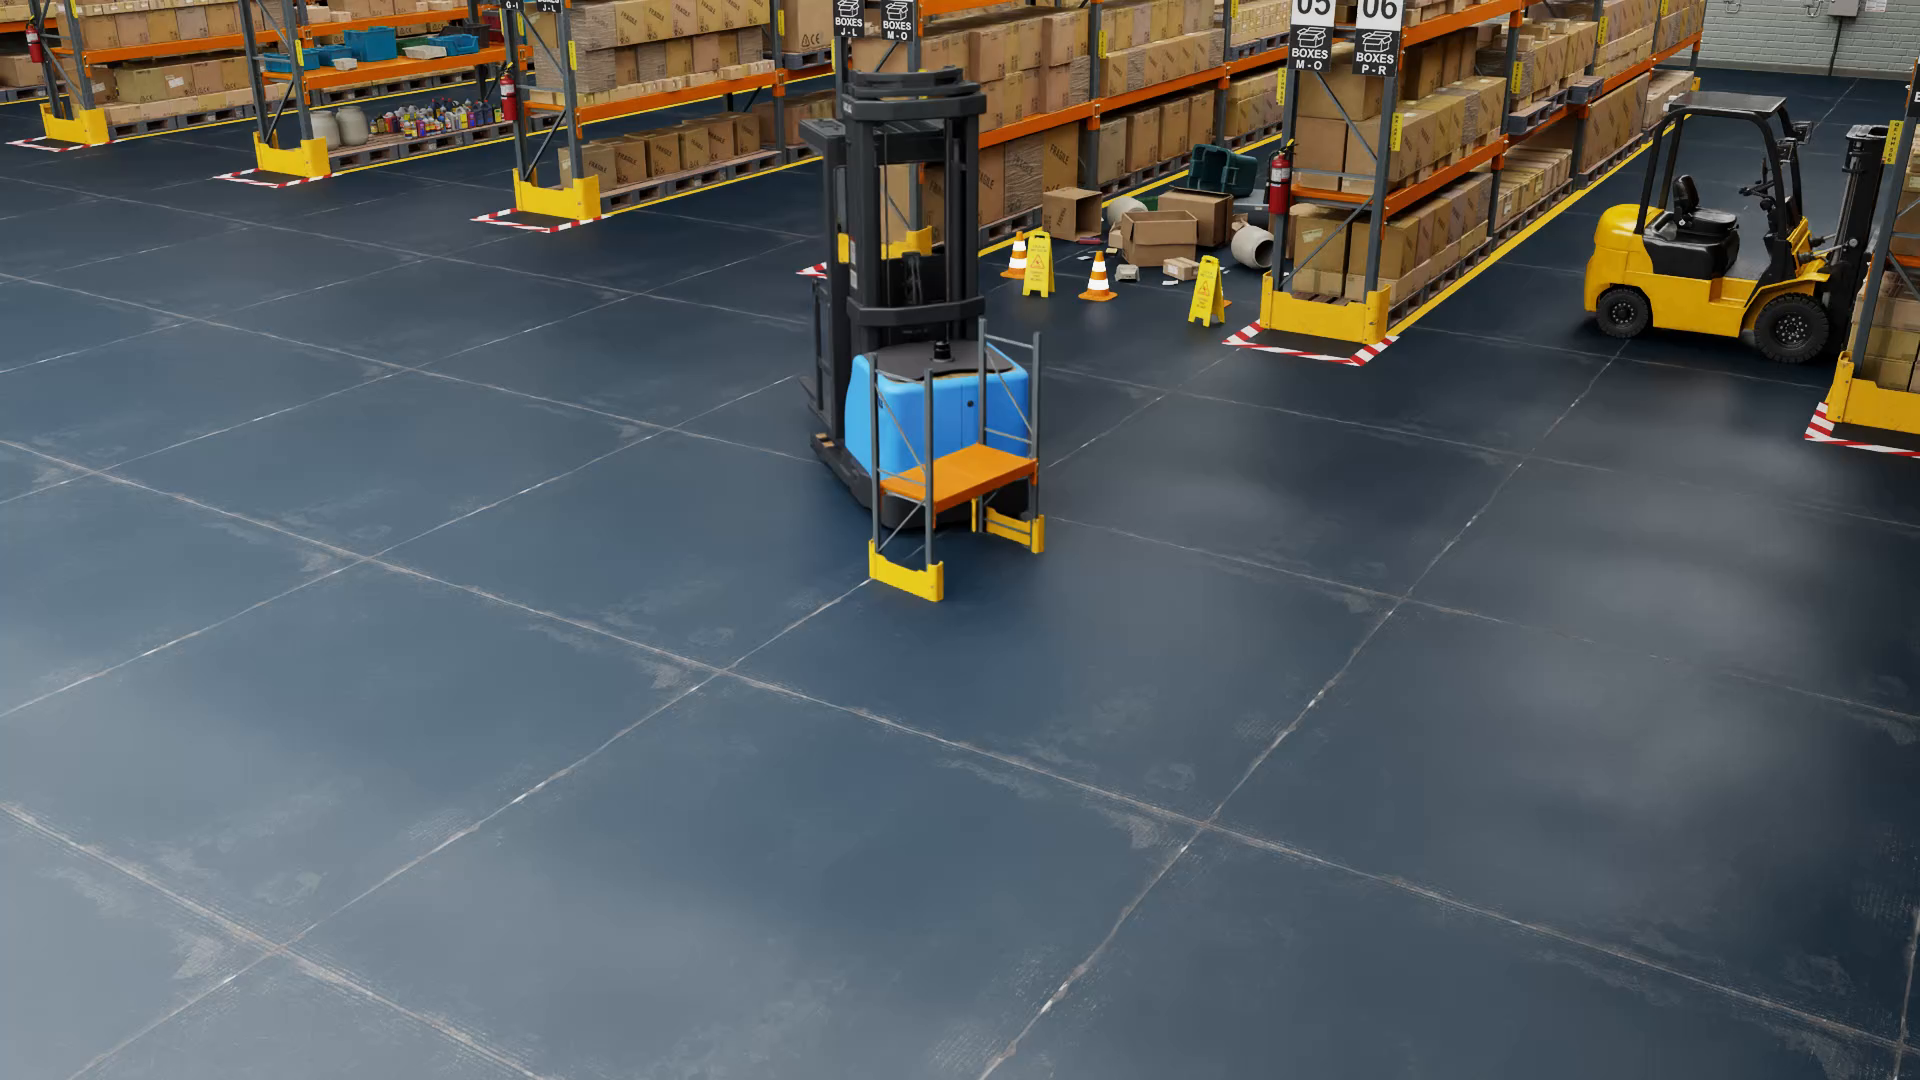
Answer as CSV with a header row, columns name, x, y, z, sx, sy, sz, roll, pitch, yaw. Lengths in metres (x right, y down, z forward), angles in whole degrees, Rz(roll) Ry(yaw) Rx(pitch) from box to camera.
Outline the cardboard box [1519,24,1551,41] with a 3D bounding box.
name,x,y,z,sx,sy,sz,roll,pitch,yaw
cardboard box,6.548,-5.831,19.097,0.380,0.149,0.250,16,28,32

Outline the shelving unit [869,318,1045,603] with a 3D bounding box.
name,x,y,z,sx,sy,sz,roll,pitch,yaw
shelving unit,4.003,-3.325,16.665,3.486,1.800,16.400,20,30,38

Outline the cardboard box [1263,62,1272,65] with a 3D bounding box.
name,x,y,z,sx,sy,sz,roll,pitch,yaw
cardboard box,4.582,-7.404,26.250,0.500,0.250,0.500,15,27,30

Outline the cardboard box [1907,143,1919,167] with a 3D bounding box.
name,x,y,z,sx,sy,sz,roll,pitch,yaw
cardboard box,7.736,-3.031,13.159,0.380,0.149,0.250,14,27,29

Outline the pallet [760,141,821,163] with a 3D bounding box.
name,x,y,z,sx,sy,sz,roll,pitch,yaw
pallet,-2.496,-5.745,24.255,1.003,0.211,1.213,14,27,29

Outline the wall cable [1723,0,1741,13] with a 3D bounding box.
name,x,y,z,sx,sy,sz,roll,pitch,yaw
wall cable,14.798,-11.124,31.851,0.585,1.953,0.123,14,27,29

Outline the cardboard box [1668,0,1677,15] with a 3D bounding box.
name,x,y,z,sx,sy,sz,roll,pitch,yaw
cardboard box,10.462,-8.169,24.960,0.500,0.500,0.500,13,27,28

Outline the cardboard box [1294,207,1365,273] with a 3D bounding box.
name,x,y,z,sx,sy,sz,roll,pitch,yaw
cardboard box,3.605,-2.935,16.242,0.500,0.500,0.500,14,27,29

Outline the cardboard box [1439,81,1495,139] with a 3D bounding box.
name,x,y,z,sx,sy,sz,roll,pitch,yaw
cardboard box,5.225,-4.490,17.346,0.500,0.500,0.500,15,28,31

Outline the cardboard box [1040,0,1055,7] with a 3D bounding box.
name,x,y,z,sx,sy,sz,roll,pitch,yaw
cardboard box,1.300,-9.293,28.814,0.500,0.500,0.500,14,27,29

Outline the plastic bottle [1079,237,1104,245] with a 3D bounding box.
name,x,y,z,sx,sy,sz,roll,pitch,yaw
plastic bottle,1.514,-3.434,19.105,0.283,0.061,0.133,5,24,11

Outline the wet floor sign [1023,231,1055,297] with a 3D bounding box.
name,x,y,z,sx,sy,sz,roll,pitch,yaw
wet floor sign,0.812,-2.833,16.982,0.267,0.644,0.232,9,25,20

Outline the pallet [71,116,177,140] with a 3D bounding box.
name,x,y,z,sx,sy,sz,roll,pitch,yaw
pallet,-13.062,-6.476,25.944,1.003,0.211,1.213,14,27,29

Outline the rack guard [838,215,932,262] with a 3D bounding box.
name,x,y,z,sx,sy,sz,roll,pitch,yaw
rack guard,-0.868,-3.183,17.973,1.175,0.500,0.348,14,27,29

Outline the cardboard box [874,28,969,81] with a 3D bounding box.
name,x,y,z,sx,sy,sz,roll,pitch,yaw
cardboard box,-0.415,-5.225,17.995,0.875,0.550,0.550,14,27,29

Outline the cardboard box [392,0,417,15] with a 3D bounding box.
name,x,y,z,sx,sy,sz,roll,pitch,yaw
cardboard box,-10.081,-9.665,29.674,0.500,0.500,0.500,12,26,26

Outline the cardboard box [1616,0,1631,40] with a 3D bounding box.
name,x,y,z,sx,sy,sz,roll,pitch,yaw
cardboard box,8.631,-6.996,22.250,0.500,0.500,0.500,15,27,30

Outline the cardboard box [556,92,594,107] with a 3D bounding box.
name,x,y,z,sx,sy,sz,roll,pitch,yaw
cardboard box,-4.663,-5.343,20.132,0.380,0.149,0.250,14,27,29

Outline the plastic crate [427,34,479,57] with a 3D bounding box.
name,x,y,z,sx,sy,sz,roll,pitch,yaw
plastic crate,-7.466,-7.301,24.526,0.499,0.251,0.616,14,27,29

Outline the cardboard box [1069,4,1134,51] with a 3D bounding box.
name,x,y,z,sx,sy,sz,roll,pitch,yaw
cardboard box,1.782,-6.536,21.187,0.700,0.500,0.500,13,27,28

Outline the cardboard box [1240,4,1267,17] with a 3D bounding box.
name,x,y,z,sx,sy,sz,roll,pitch,yaw
cardboard box,4.327,-7.858,24.665,0.380,0.149,0.250,15,28,31

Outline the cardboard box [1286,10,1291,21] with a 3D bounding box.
name,x,y,z,sx,sy,sz,roll,pitch,yaw
cardboard box,4.883,-8.073,25.537,0.380,0.149,0.250,12,26,26

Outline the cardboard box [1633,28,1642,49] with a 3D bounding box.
name,x,y,z,sx,sy,sz,roll,pitch,yaw
cardboard box,9.182,-6.999,23.202,0.500,0.250,0.500,15,27,30

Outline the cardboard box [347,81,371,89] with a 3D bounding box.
name,x,y,z,sx,sy,sz,roll,pitch,yaw
cardboard box,-10.625,-8.026,28.947,0.500,0.250,0.500,15,27,30

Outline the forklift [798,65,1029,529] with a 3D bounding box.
name,x,y,z,sx,sy,sz,roll,pitch,yaw
forklift,-0.505,-1.975,12.123,1.130,2.935,3.031,-8,25,-18

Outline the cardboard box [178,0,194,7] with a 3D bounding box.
name,x,y,z,sx,sy,sz,roll,pitch,yaw
cardboard box,-12.228,-8.438,26.024,0.380,0.149,0.250,14,27,29

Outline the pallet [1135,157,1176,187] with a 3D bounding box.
name,x,y,z,sx,sy,sz,roll,pitch,yaw
pallet,2.241,-5.098,22.761,1.003,0.211,1.213,14,27,29

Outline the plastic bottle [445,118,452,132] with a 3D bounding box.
name,x,y,z,sx,sy,sz,roll,pitch,yaw
plastic bottle,-7.608,-6.166,24.686,0.097,0.201,0.097,0,23,0

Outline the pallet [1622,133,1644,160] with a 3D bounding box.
name,x,y,z,sx,sy,sz,roll,pitch,yaw
pallet,9.391,-5.829,24.449,1.003,0.211,1.213,14,27,29

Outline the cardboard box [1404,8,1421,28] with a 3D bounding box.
name,x,y,z,sx,sy,sz,roll,pitch,yaw
cardboard box,3.855,-4.640,14.733,0.380,0.149,0.250,14,27,29

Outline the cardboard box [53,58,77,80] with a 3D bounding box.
name,x,y,z,sx,sy,sz,roll,pitch,yaw
cardboard box,-16.043,-8.572,29.868,0.500,0.500,0.500,12,26,25

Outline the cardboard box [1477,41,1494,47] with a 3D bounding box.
name,x,y,z,sx,sy,sz,roll,pitch,yaw
cardboard box,5.823,-5.432,18.992,0.500,0.500,0.500,14,27,29

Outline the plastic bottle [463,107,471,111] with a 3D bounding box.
name,x,y,z,sx,sy,sz,roll,pitch,yaw
plastic bottle,-7.448,-6.432,25.206,0.152,0.276,0.135,14,27,29

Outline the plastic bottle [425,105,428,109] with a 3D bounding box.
name,x,y,z,sx,sy,sz,roll,pitch,yaw
plastic bottle,-8.114,-6.459,25.259,0.061,0.283,0.133,15,28,31

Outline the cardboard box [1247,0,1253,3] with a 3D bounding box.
name,x,y,z,sx,sy,sz,roll,pitch,yaw
cardboard box,4.329,-8.350,25.802,0.380,0.149,0.250,14,27,29

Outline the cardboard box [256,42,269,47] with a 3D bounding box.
name,x,y,z,sx,sy,sz,roll,pitch,yaw
cardboard box,-14.126,-9.877,32.883,0.700,0.500,0.500,14,27,29

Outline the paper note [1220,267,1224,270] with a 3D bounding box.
name,x,y,z,sx,sy,sz,roll,pitch,yaw
paper note,2.787,-2.959,18.060,0.142,0.019,0.148,-17,29,-35

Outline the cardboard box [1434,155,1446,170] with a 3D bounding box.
name,x,y,z,sx,sy,sz,roll,pitch,yaw
cardboard box,4.622,-3.807,16.583,0.380,0.149,0.250,13,27,28

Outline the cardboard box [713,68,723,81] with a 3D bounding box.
name,x,y,z,sx,sy,sz,roll,pitch,yaw
cardboard box,-3.373,-6.194,22.097,0.380,0.149,0.250,14,27,29

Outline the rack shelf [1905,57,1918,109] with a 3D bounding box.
name,x,y,z,sx,sy,sz,roll,pitch,yaw
rack shelf,8.678,-4.017,13.884,1.077,0.370,4.000,14,27,29

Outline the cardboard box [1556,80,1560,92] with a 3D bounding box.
name,x,y,z,sx,sy,sz,roll,pitch,yaw
cardboard box,6.901,-5.413,19.765,0.380,0.149,0.250,13,27,27

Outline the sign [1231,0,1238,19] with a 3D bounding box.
name,x,y,z,sx,sy,sz,roll,pitch,yaw
sign,3.838,-7.454,23.236,0.100,0.325,0.005,14,27,29

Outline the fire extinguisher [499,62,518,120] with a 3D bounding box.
name,x,y,z,sx,sy,sz,roll,pitch,yaw
fire extinguisher,-5.467,-5.434,20.124,0.296,0.674,0.183,14,27,29

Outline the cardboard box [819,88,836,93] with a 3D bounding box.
name,x,y,z,sx,sy,sz,roll,pitch,yaw
cardboard box,-1.707,-6.553,25.205,0.700,0.500,0.500,16,28,33

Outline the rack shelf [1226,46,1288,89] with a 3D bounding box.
name,x,y,z,sx,sy,sz,roll,pitch,yaw
rack shelf,4.420,-7.383,25.434,1.077,0.370,4.000,14,27,29

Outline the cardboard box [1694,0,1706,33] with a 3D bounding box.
name,x,y,z,sx,sy,sz,roll,pitch,yaw
cardboard box,11.814,-8.563,27.128,0.500,0.500,0.500,14,27,29

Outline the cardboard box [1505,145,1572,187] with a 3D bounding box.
name,x,y,z,sx,sy,sz,roll,pitch,yaw
cardboard box,7.317,-4.833,21.418,0.950,0.372,0.625,12,26,25

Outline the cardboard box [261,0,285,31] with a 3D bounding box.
name,x,y,z,sx,sy,sz,roll,pitch,yaw
cardboard box,-11.548,-8.734,27.523,0.700,0.500,0.500,13,27,28

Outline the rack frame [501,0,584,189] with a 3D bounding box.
name,x,y,z,sx,sy,sz,roll,pitch,yaw
rack frame,-5.015,-5.412,19.975,1.000,3.000,0.127,14,27,29

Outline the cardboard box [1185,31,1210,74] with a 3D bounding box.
name,x,y,z,sx,sy,sz,roll,pitch,yaw
cardboard box,3.091,-6.708,22.843,0.500,0.500,0.500,14,27,29

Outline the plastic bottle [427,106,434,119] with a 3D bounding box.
name,x,y,z,sx,sy,sz,roll,pitch,yaw
plastic bottle,-8.037,-6.443,25.237,0.097,0.271,0.097,0,23,0

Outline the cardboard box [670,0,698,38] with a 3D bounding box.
name,x,y,z,sx,sy,sz,roll,pitch,yaw
cardboard box,-3.703,-6.688,21.164,0.500,0.500,0.500,14,27,29

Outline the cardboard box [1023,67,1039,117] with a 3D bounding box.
name,x,y,z,sx,sy,sz,roll,pitch,yaw
cardboard box,0.415,-5.282,19.487,0.875,0.550,0.550,14,27,29

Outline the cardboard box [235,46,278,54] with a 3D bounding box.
name,x,y,z,sx,sy,sz,roll,pitch,yaw
cardboard box,-11.830,-8.023,27.996,0.500,0.500,0.500,14,27,29

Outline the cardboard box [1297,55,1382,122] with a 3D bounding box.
name,x,y,z,sx,sy,sz,roll,pitch,yaw
cardboard box,3.488,-4.194,15.404,0.700,0.500,0.500,13,27,28

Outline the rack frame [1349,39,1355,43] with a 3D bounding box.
name,x,y,z,sx,sy,sz,roll,pitch,yaw
rack frame,7.585,-9.738,29.969,1.000,3.000,0.127,14,27,29
